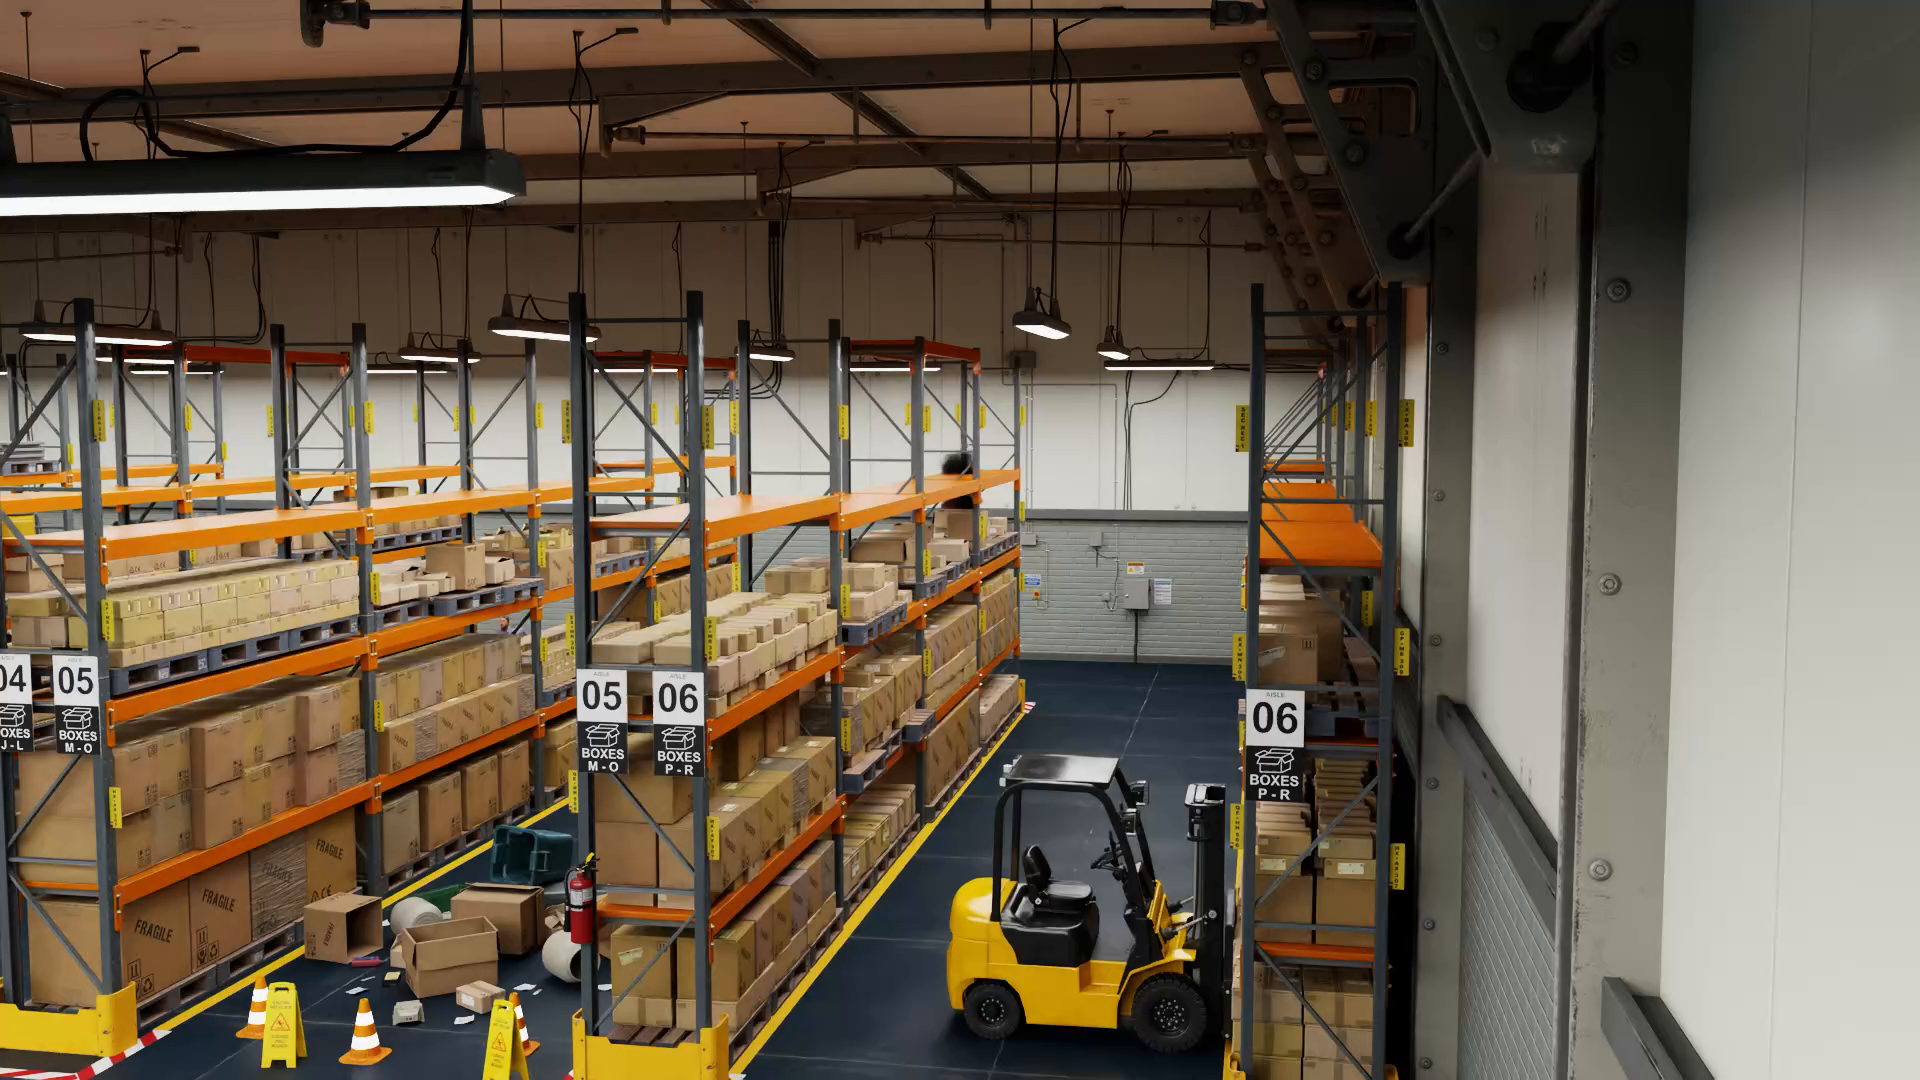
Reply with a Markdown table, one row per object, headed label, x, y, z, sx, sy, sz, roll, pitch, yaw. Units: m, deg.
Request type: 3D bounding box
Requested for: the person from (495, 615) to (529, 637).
| label | x | y | z | sx | sy | sz | roll | pitch | yaw |
| --- | --- | --- | --- | --- | --- | --- | --- | --- | --- |
| person | -7.699 | 2.069 | 28.636 | 0.689 | 1.569 | 0.562 | 0 | 5 | 4 |
